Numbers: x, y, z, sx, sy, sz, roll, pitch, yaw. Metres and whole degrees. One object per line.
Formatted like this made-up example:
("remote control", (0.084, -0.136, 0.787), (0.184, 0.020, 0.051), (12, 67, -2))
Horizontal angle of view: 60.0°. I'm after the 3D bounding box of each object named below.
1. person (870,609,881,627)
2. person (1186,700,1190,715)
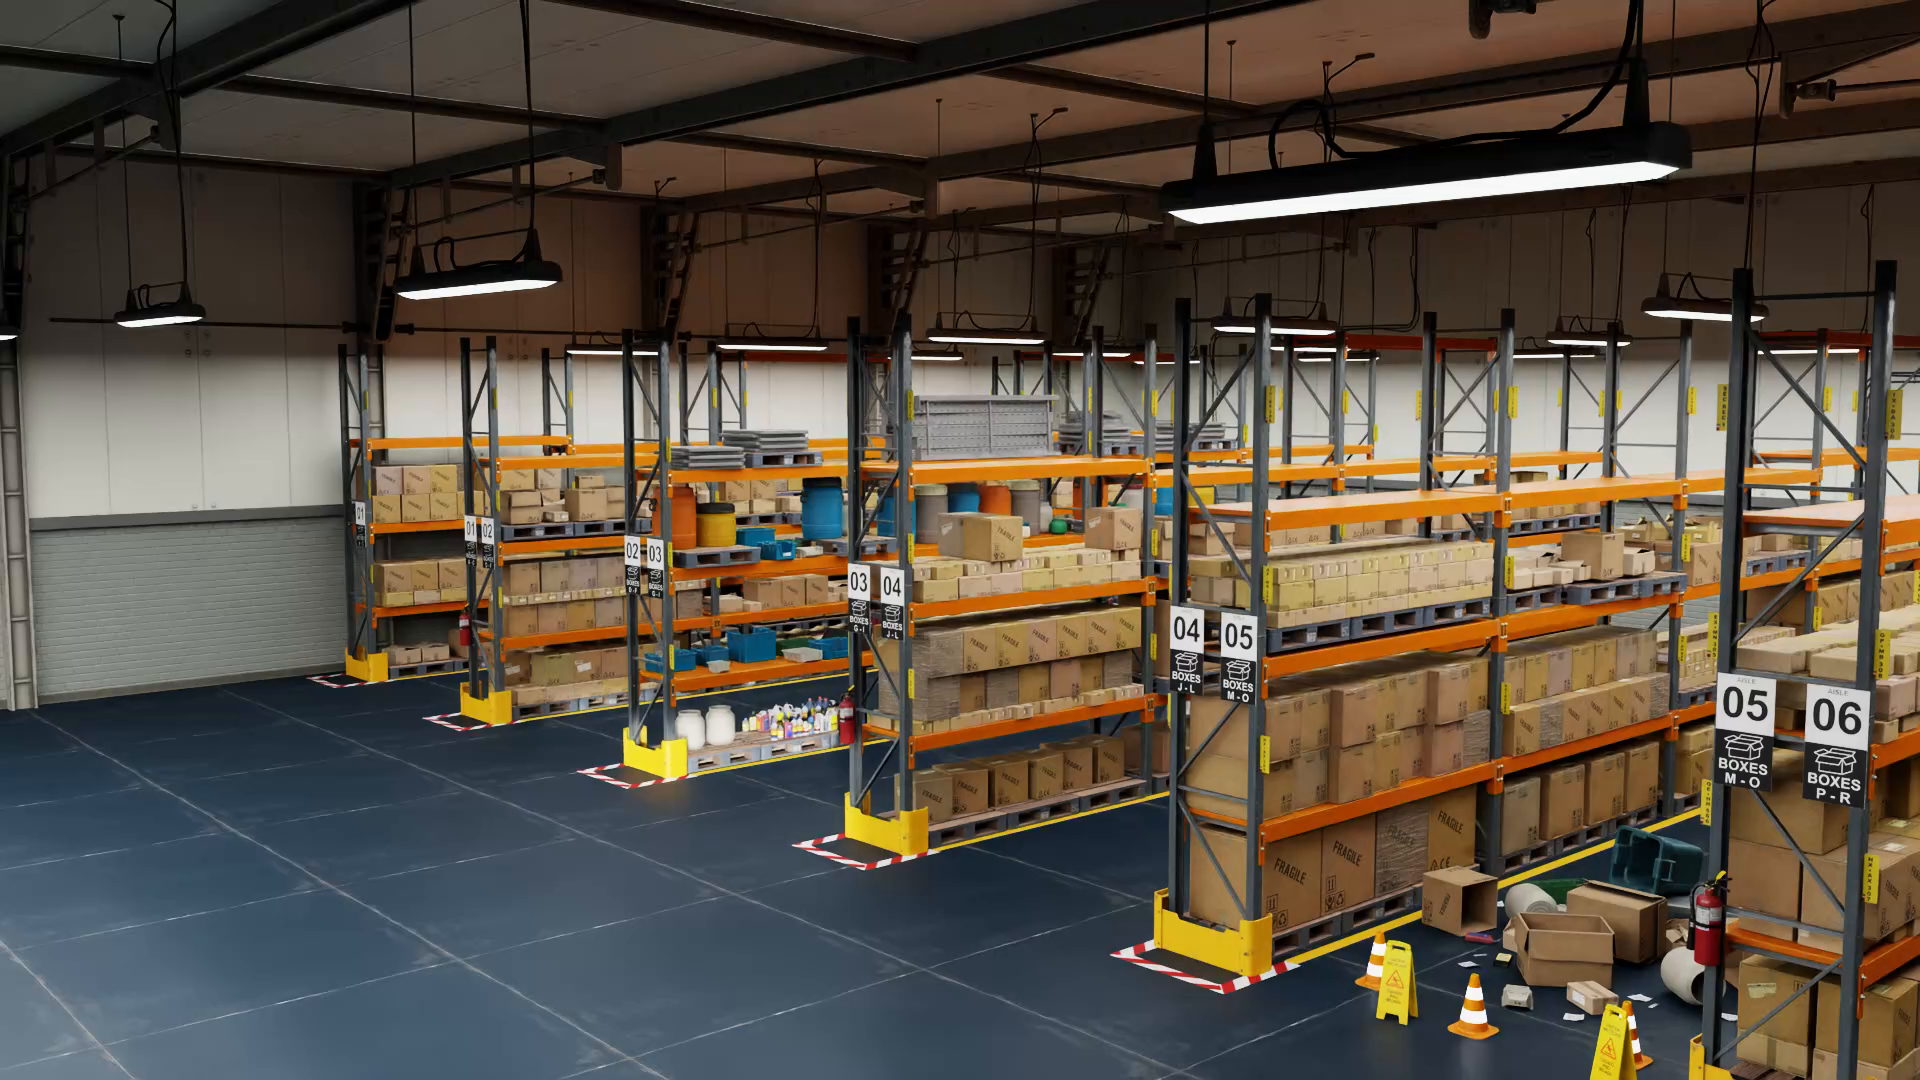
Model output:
("person", (-1.627, 1.346, 33.518), (1.034, 1.605, 0.562), (-5, 7, -44))
("person", (3.416, 2.049, 24.937), (0.551, 1.787, 0.573), (-5, 7, -43))
